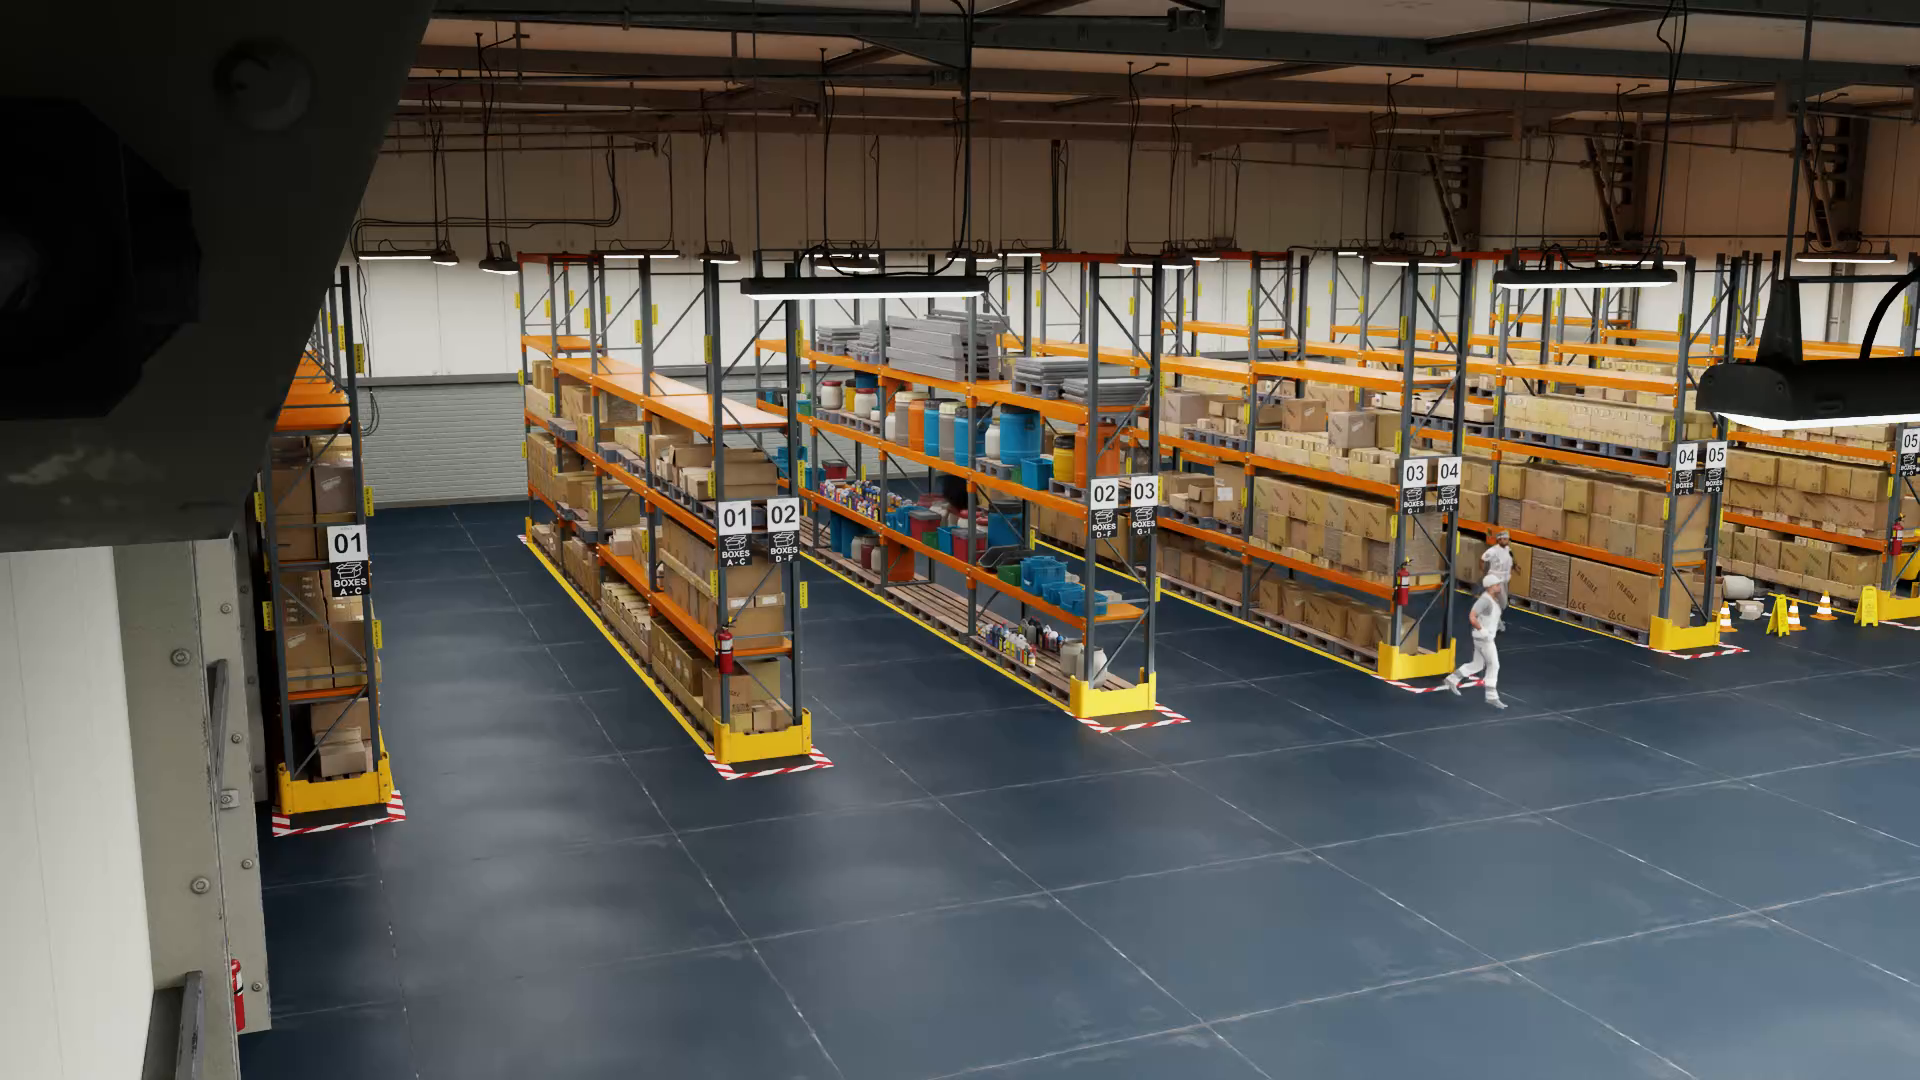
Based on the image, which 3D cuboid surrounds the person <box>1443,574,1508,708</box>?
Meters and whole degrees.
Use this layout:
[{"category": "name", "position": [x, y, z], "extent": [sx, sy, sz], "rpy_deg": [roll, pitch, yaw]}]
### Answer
[{"category": "person", "position": [7.089, 1.344, 22.717], "extent": [0.868, 1.804, 0.664], "rpy_deg": [4, 11, 21]}]

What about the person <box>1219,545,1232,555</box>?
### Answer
[{"category": "person", "position": [5.272, -0.347, 32.517], "extent": [0.520, 1.556, 0.570], "rpy_deg": [-5, 12, -26]}]

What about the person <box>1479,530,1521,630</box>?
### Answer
[{"category": "person", "position": [8.728, 0.655, 26.814], "extent": [0.585, 1.668, 0.589], "rpy_deg": [-7, 13, -34]}]
